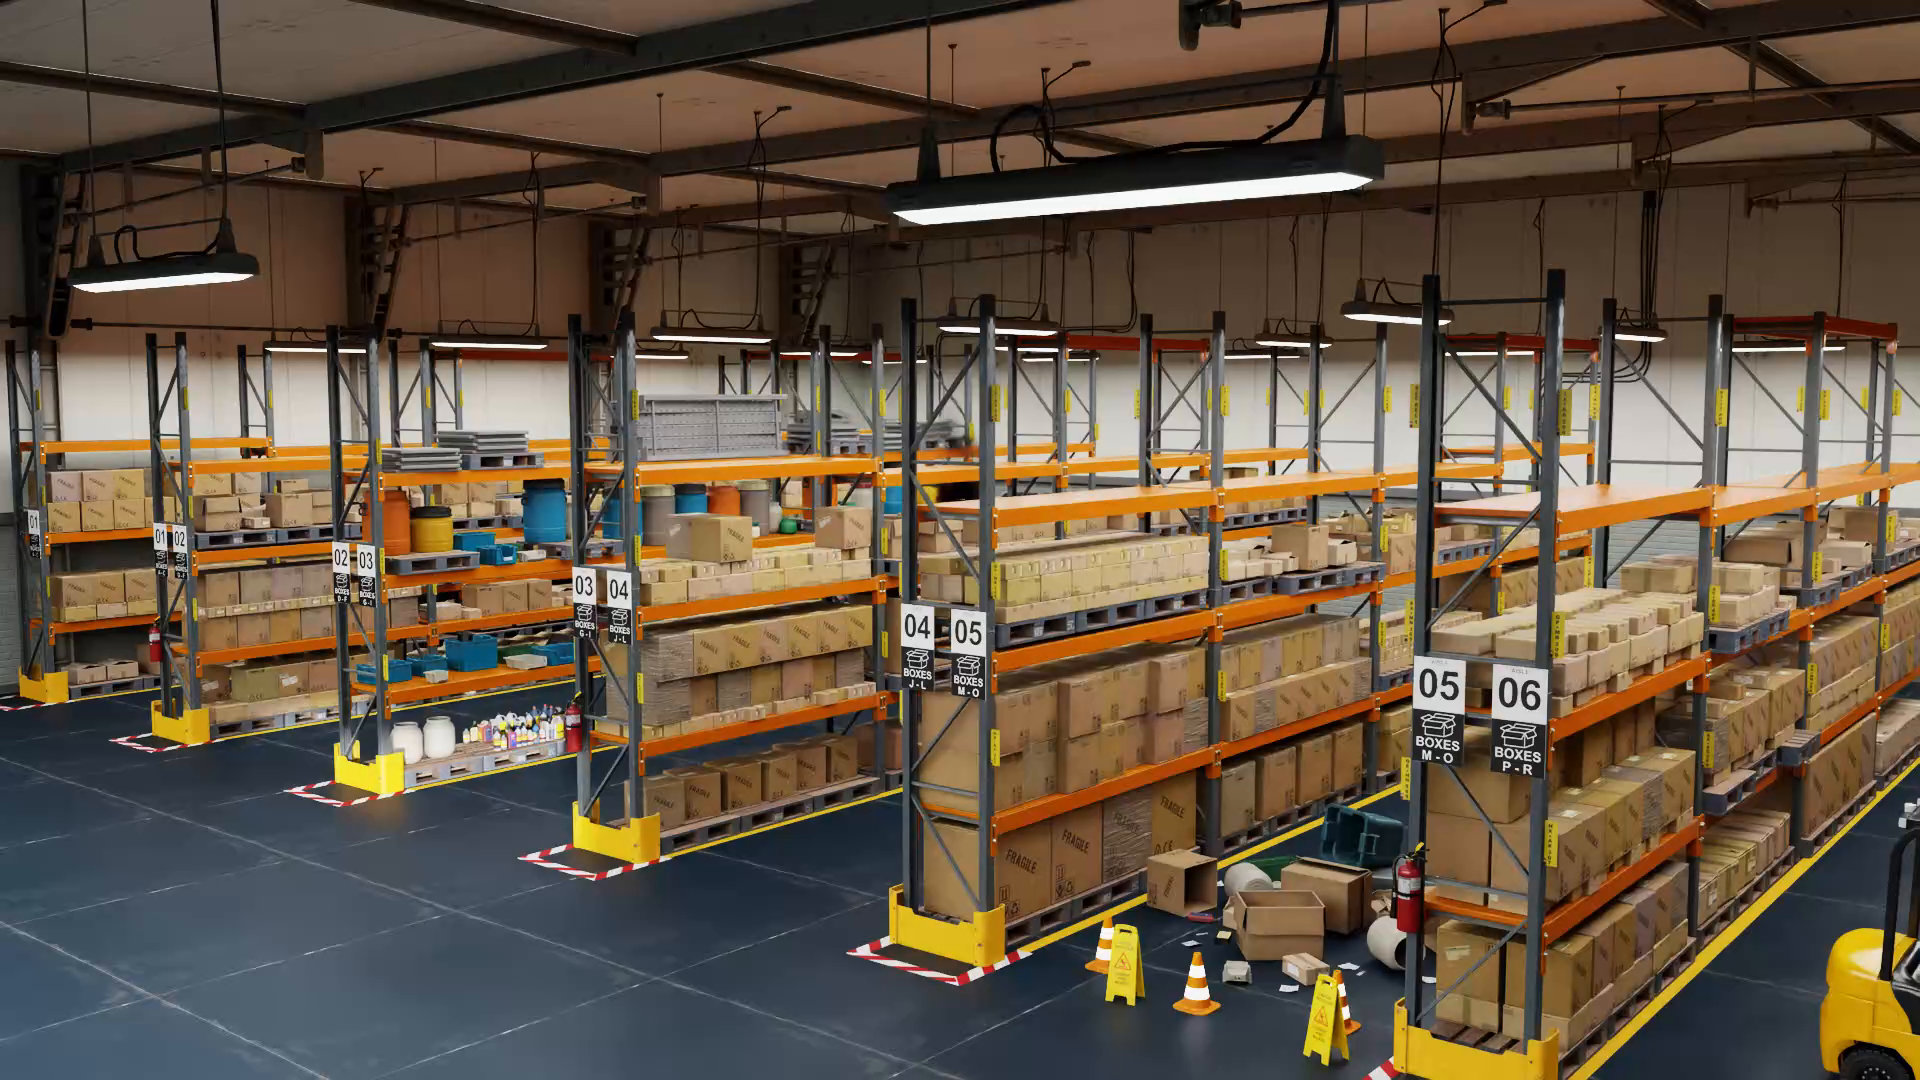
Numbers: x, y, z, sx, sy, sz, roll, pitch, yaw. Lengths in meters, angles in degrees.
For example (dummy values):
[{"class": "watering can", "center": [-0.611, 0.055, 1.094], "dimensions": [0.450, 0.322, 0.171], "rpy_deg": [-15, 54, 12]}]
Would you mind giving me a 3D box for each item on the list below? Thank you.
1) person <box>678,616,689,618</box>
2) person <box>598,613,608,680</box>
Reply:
[{"class": "person", "center": [-4.629, 1.746, 28.180], "dimensions": [0.712, 1.785, 0.986], "rpy_deg": [5, 7, 43]}, {"class": "person", "center": [-5.811, 1.856, 27.468], "dimensions": [0.563, 1.663, 0.572], "rpy_deg": [3, 6, 33]}]
